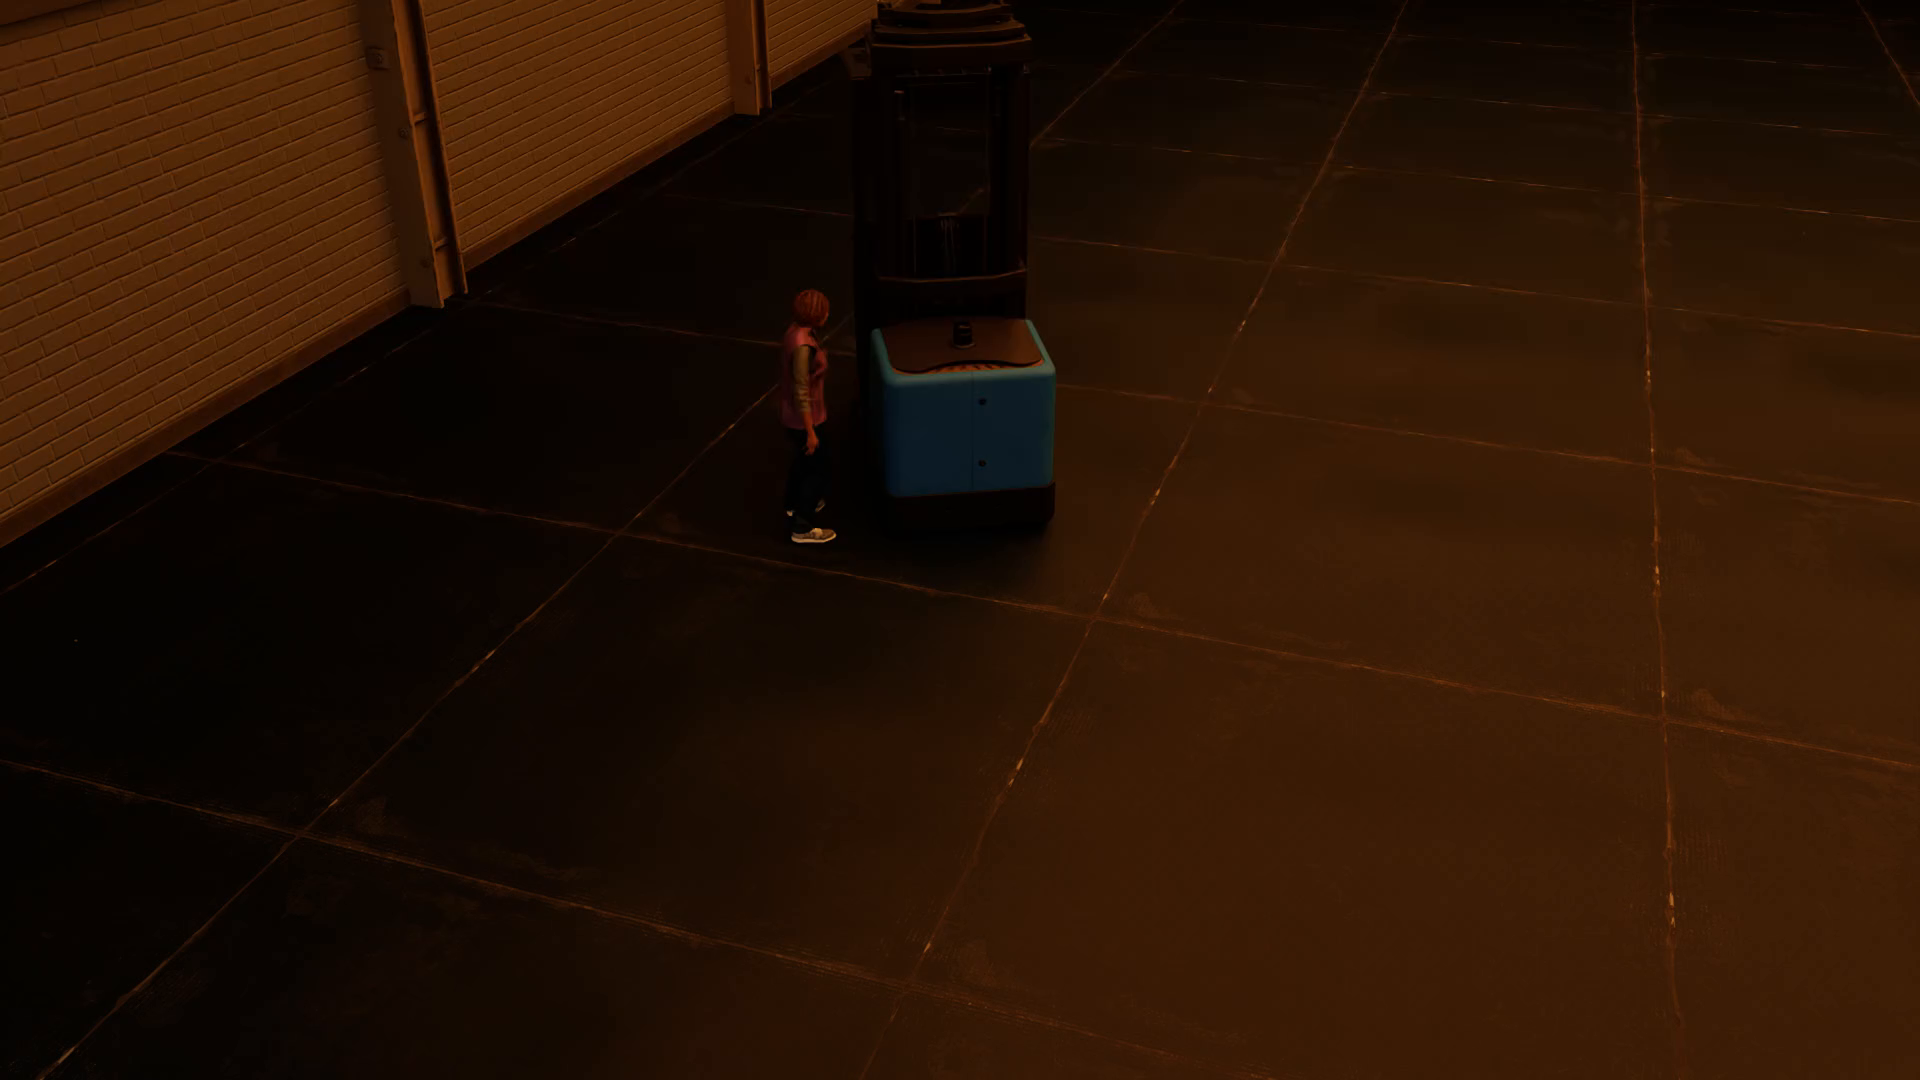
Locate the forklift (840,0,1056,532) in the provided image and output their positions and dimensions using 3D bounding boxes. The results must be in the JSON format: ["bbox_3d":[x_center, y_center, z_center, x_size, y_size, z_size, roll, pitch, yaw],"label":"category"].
[{"bbox_3d":[-0.157,-2.030,10.697,1.130,2.935,3.031,-4,30,-8],"label":"forklift"}]

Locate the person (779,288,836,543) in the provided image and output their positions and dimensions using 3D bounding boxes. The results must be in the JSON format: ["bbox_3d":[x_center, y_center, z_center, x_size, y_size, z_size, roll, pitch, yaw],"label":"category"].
[{"bbox_3d":[-0.906,-0.739,9.807,0.324,1.574,0.654,-5,30,-9],"label":"person"}]
